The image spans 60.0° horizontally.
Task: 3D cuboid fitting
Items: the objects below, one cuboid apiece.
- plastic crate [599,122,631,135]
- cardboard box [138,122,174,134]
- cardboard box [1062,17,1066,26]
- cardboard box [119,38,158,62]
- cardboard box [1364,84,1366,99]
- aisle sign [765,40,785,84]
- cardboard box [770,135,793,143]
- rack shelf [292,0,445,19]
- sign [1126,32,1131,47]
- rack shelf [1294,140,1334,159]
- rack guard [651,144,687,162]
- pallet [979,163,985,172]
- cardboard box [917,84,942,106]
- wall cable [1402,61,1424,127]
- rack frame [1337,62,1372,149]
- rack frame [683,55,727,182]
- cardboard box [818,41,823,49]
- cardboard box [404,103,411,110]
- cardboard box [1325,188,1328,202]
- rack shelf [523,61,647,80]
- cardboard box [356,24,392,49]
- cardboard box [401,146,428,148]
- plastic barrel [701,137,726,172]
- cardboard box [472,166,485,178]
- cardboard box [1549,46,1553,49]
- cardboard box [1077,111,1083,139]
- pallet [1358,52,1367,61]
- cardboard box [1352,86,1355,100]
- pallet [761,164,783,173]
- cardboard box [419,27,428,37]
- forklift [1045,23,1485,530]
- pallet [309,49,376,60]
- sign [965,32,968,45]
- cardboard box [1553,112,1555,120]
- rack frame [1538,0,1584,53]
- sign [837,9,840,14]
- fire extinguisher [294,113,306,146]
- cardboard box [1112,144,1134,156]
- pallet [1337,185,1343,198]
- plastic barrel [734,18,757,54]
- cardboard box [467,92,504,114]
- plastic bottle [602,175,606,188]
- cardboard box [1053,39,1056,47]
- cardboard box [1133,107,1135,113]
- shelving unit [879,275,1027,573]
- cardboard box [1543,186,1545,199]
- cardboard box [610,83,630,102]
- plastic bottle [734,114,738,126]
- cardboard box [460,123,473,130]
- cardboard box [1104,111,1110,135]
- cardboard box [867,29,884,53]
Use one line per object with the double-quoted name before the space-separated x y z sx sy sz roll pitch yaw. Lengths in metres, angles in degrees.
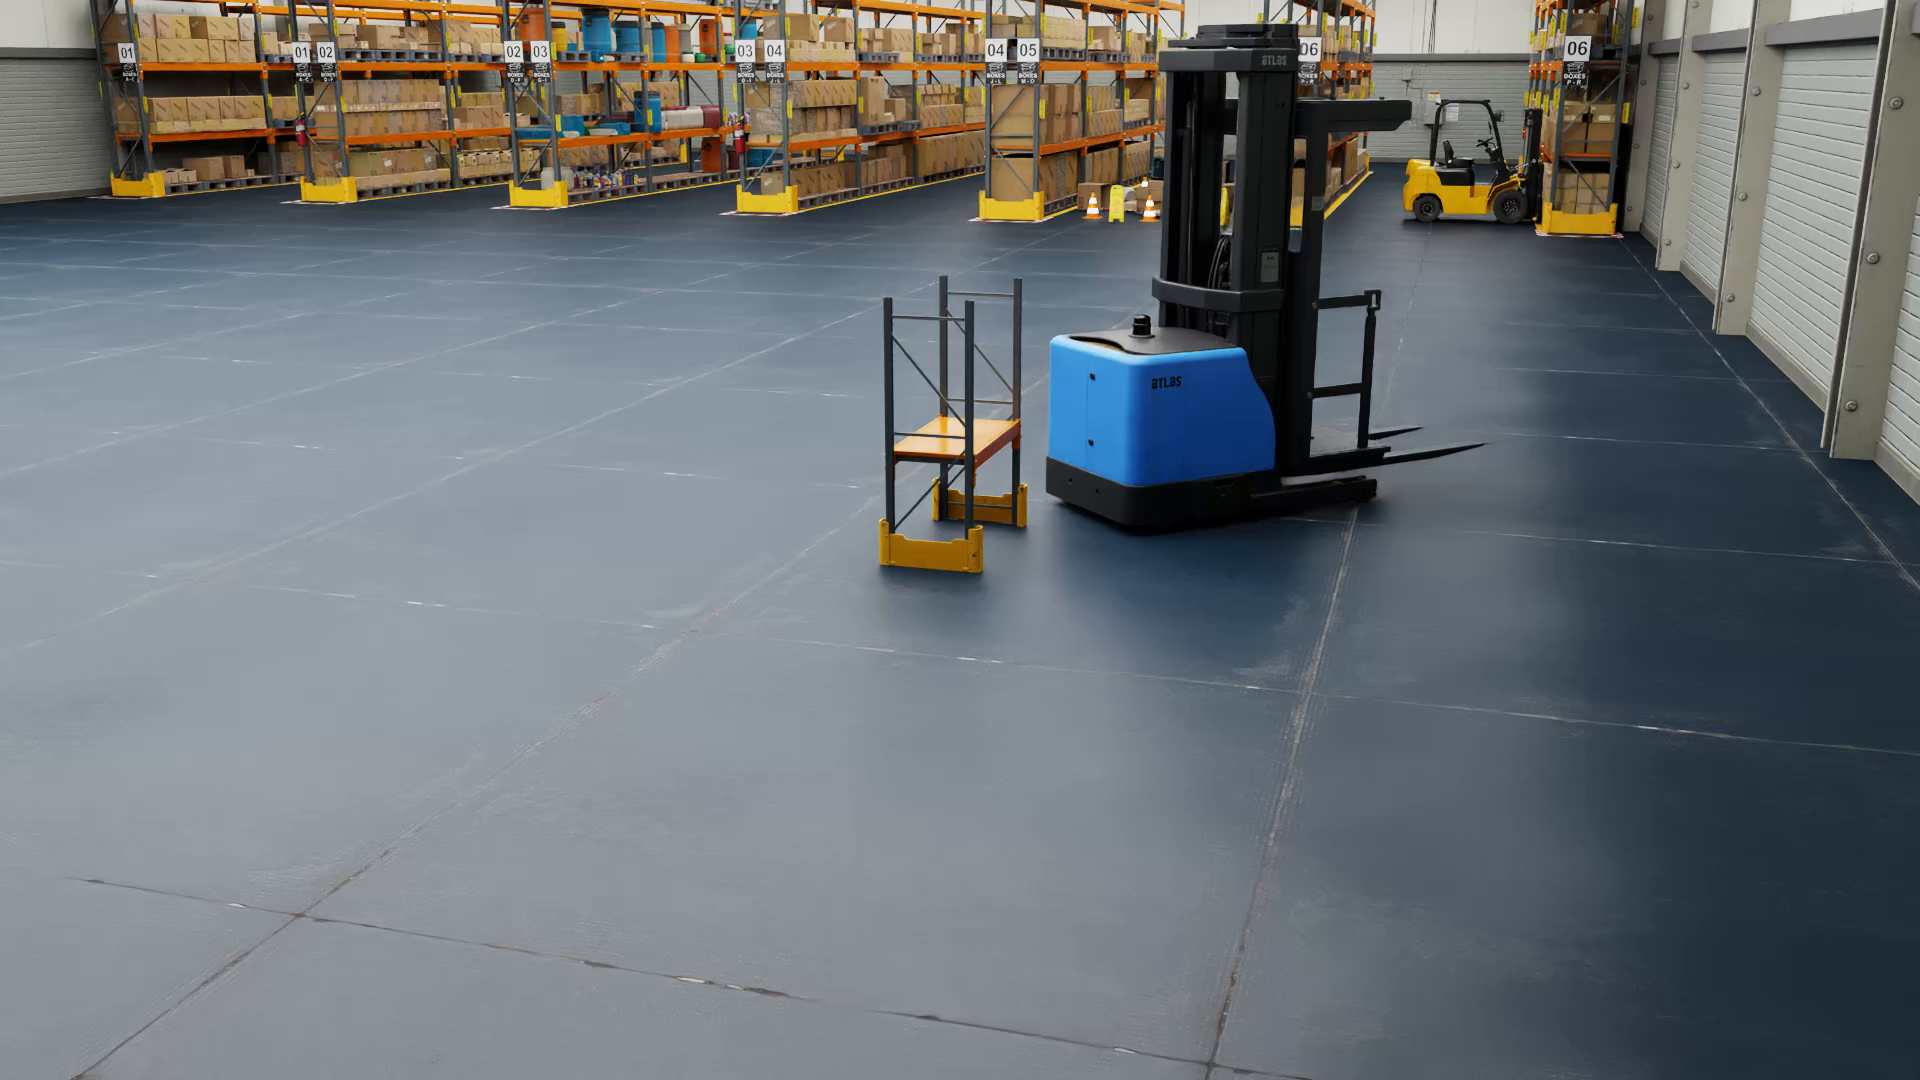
"plastic crate" -7.433 -8.870 35.877 0.499 0.251 0.616 5 16 16
"cardboard box" -17.571 -9.014 36.352 0.500 0.250 0.500 4 16 14
"cardboard box" 1.795 -9.829 31.533 0.380 0.149 0.250 5 17 17
"cardboard box" -17.679 -10.543 35.785 0.500 0.500 0.500 5 17 17
"cardboard box" 9.818 -11.092 41.424 0.500 0.500 0.500 5 17 17
"aisle sign" -3.497 -9.033 31.414 0.394 0.787 0.004 5 16 16
"cardboard box" -3.457 -7.757 32.140 0.380 0.149 0.250 5 16 16
"rack shelf" -12.695 -11.462 35.799 1.077 0.370 4.000 5 16 16
"sign" 3.763 -11.188 37.188 0.100 0.325 0.005 5 16 16
"rack shelf" 6.303 -7.230 31.142 1.077 0.370 4.000 5 16 16
"rack guard" -8.738 -11.554 49.649 1.175 0.500 0.348 5 16 16
"pallet" 0.279 -10.133 45.166 1.003 0.211 1.213 5 16 16
"cardboard box" -0.898 -10.982 41.028 0.797 0.503 0.637 5 17 18
"wall cable" 13.225 -13.098 48.649 0.588 1.984 0.122 5 16 16
"rack frame" 10.282 -11.239 43.957 1.000 3.000 0.127 5 16 16
"rack frame" -6.242 -10.299 40.642 1.000 3.000 0.127 5 16 16
"cardboard box" -2.976 -9.915 33.334 0.380 0.149 0.250 4 16 14
"cardboard box" -12.361 -9.578 36.727 0.380 0.149 0.250 5 17 17
"cardboard box" 6.819 -6.663 32.094 0.500 0.250 0.500 4 16 14
"rack shelf" -7.947 -9.826 34.796 1.077 0.370 4.000 5 16 16
"cardboard box" -12.530 -10.765 35.578 0.500 0.500 0.500 5 16 16
"cardboard box" -12.559 -8.780 38.183 0.500 0.500 0.500 5 16 16
"plastic barrel" -6.119 -9.586 41.336 0.600 0.830 0.708 5 16 16
"cardboard box" -11.628 -8.736 39.403 0.500 0.250 0.500 5 17 17
"cardboard box" 11.872 -9.801 32.898 0.380 0.149 0.250 4 16 15
"cardboard box" 2.003 -8.432 33.785 0.875 0.550 0.550 5 16 16
"pallet" 9.387 -11.806 40.622 1.003 0.211 1.213 5 16 16
"cardboard box" 8.676 -10.050 37.749 0.500 0.500 0.500 5 17 17
"pallet" -5.365 -9.805 44.011 1.003 0.211 1.213 5 16 16
"cardboard box" -14.980 -13.957 45.679 0.500 0.250 0.500 6 17 20
"forklift" 2.091 -1.735 10.574 3.031 2.935 1.130 -8 18 -27
"pallet" -13.038 -10.174 34.868 1.003 0.211 1.213 5 16 16
"sign" 0.166 -12.765 42.315 0.100 0.325 0.005 5 16 16
"cardboard box" 10.666 -7.479 29.329 0.380 0.149 0.250 5 17 16
"rack frame" 13.905 -12.695 38.095 1.000 3.000 0.127 5 16 16
"sign" -3.437 -15.084 47.111 0.100 0.325 0.005 5 16 16
"fire extinguisher" -13.743 -8.559 34.649 0.296 0.674 0.183 5 16 16
"cardboard box" 3.806 -9.158 39.057 0.500 0.250 0.500 4 16 15
"pallet" 7.785 -7.600 36.238 1.003 0.211 1.213 5 16 16
"plastic barrel" -5.444 -12.773 42.180 0.600 0.901 0.708 5 16 16
"cardboard box" -14.024 -12.780 48.840 0.980 0.700 0.700 4 16 13
"plastic bottle" -7.604 -7.645 35.478 0.097 0.271 0.097 0 16 0
"cardboard box" 1.580 -9.246 30.942 0.380 0.149 0.250 5 17 16
"cardboard box" 3.928 -10.176 39.354 0.380 0.149 0.250 4 16 15
"shelving unit" -0.022 -0.702 9.554 0.587 1.500 1.083 5 16 16
"cardboard box" 10.486 -6.071 29.089 0.500 0.250 0.500 4 16 15
"cardboard box" -9.450 -12.361 45.896 0.500 0.500 0.500 5 17 17
"plastic bottle" -5.596 -10.483 41.506 0.061 0.283 0.133 5 16 16
"cardboard box" -11.679 -9.732 39.105 0.380 0.149 0.250 5 16 16
"cardboard box" 2.936 -9.017 35.941 0.500 0.500 0.500 5 17 17
"cardboard box" -2.135 -10.925 36.393 0.797 0.503 0.637 5 17 18
